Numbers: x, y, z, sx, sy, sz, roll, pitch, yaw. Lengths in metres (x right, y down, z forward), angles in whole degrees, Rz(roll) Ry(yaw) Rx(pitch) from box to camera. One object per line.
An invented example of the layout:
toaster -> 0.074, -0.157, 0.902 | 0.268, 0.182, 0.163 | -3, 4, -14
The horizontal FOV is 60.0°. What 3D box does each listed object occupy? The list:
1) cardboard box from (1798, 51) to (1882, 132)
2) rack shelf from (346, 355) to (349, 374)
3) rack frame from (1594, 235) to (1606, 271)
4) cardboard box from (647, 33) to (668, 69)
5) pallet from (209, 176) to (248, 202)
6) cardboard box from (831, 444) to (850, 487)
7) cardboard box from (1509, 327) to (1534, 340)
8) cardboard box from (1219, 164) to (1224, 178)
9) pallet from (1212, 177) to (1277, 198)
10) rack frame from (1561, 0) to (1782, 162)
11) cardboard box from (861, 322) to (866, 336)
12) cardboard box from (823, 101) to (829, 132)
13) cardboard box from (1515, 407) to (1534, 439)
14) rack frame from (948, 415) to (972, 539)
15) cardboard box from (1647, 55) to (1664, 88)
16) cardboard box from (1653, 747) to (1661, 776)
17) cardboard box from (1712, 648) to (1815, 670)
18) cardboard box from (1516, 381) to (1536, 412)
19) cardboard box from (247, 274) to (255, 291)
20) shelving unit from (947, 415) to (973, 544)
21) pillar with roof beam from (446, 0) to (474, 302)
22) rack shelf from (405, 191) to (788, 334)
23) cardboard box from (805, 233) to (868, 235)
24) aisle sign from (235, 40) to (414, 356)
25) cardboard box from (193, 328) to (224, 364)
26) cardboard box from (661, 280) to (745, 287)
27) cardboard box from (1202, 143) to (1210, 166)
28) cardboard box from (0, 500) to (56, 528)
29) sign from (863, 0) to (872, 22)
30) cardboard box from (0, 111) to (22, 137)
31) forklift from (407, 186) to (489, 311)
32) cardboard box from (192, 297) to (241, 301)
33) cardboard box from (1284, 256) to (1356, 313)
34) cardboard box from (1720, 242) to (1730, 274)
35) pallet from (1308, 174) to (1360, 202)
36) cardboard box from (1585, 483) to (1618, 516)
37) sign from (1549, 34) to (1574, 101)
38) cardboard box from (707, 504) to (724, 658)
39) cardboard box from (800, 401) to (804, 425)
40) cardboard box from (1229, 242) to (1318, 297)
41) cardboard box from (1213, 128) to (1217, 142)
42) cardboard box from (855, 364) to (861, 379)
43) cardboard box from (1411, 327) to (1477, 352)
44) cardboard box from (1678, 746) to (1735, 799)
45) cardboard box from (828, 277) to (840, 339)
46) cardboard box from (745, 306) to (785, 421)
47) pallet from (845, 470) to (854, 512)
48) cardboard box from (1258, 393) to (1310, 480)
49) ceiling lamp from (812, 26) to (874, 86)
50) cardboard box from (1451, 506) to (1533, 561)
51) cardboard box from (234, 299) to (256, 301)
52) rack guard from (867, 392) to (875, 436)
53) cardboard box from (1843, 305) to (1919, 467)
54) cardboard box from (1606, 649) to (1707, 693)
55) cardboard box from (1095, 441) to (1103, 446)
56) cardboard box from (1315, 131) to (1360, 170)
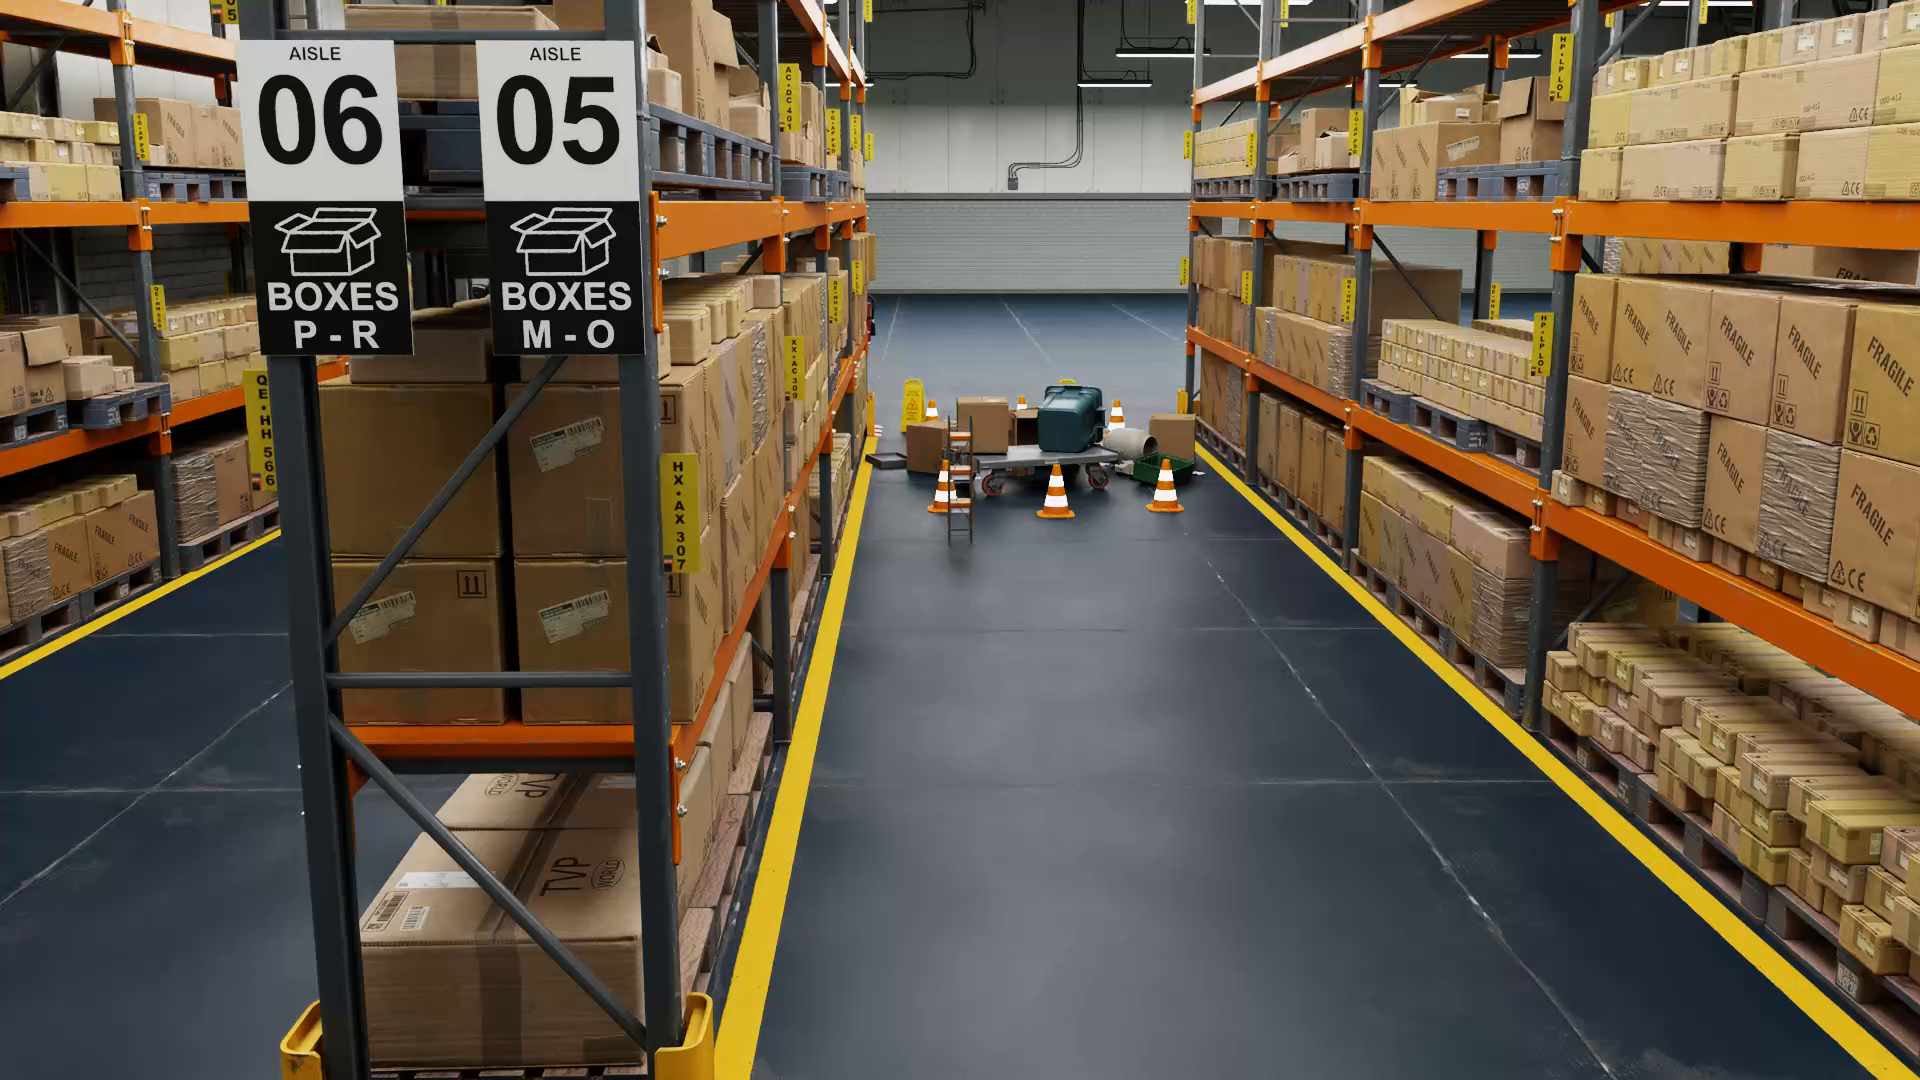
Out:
cardboard box -> 3.354, -1.583, 5.894 | 0.500, 0.250, 0.500 | 0, 11, 0
rack shelf -> -6.561, -2.017, 18.264 | 1.077, 0.370, 4.000 | 0, 11, -1
rack frame -> 8.268, -2.828, 20.457 | 1.000, 3.000, 0.127 | 0, 11, -1
cardboard box -> -1.291, -1.586, 5.705 | 0.500, 0.311, 0.500 | 0, 11, 0
pallet -> -6.567, -2.911, 13.793 | 1.003, 0.211, 1.213 | 0, 11, 1
cardboard box -> -1.526, -0.663, 15.338 | 0.950, 0.372, 0.625 | 0, 11, 2
cardboard box -> 3.958, -1.362, 11.306 | 0.380, 0.149, 0.250 | 0, 11, 1
cardboard box -> 3.030, -4.009, 18.057 | 0.380, 0.149, 0.250 | 0, 11, -1
pallet -> 3.361, -3.864, 18.241 | 1.003, 0.211, 1.213 | 0, 11, -1
rack frame -> 3.555, -3.383, 8.101 | 1.000, 3.000, 0.127 | 0, 11, -1
cardboard box -> -1.283, -2.439, 19.170 | 0.380, 0.149, 0.250 | 0, 11, 0
cardboard box -> -1.316, -2.850, 11.701 | 0.797, 0.503, 0.637 | -1, 12, -5
cardboard box -> 3.342, -0.655, 9.320 | 0.380, 0.149, 0.250 | 0, 11, -1
rack frame -> -0.001, -0.528, 14.022 | 0.200, 1.050, 0.008 | 0, 11, -1
cardboard box -> 3.353, -2.117, 7.523 | 0.380, 0.149, 0.250 | 0, 11, -2
cardboard box -> 3.399, 1.028, 7.562 | 0.380, 0.149, 0.250 | -1, 11, -4
cardboard box -> 3.879, 0.627, 8.043 | 0.380, 0.149, 0.250 | 0, 11, -2
cardboard box -> 3.342, -0.802, 9.295 | 0.380, 0.149, 0.250 | 0, 11, -1
cardboard box -> -6.829, -2.546, 16.435 | 0.380, 0.149, 0.250 | 0, 11, -1
shelving unit -> 0.001, -0.504, 13.902 | 0.215, 1.050, 0.252 | 0, 11, -1
pillar with roof beam -> -3.309, -6.775, 24.821 | 9.100, 9.000, 0.400 | 0, 11, -1
rack shelf -> -1.351, -1.122, 6.312 | 1.077, 0.370, 4.000 | 0, 11, -1
cardboard box -> -1.408, -3.271, 19.125 | 0.700, 0.500, 0.500 | 0, 11, -1
aisle sign -> -1.618, -0.866, 4.244 | 0.394, 0.787, 0.004 | 0, 11, -1
cardboard box -> -6.212, -1.537, 13.209 | 0.500, 0.250, 0.500 | 0, 11, 1
cardboard box -> -1.175, -1.097, 7.524 | 0.380, 0.149, 0.250 | 0, 11, -1
cardboard box -> 3.072, -4.427, 19.115 | 0.500, 0.250, 0.500 | 0, 11, -2
cardboard box -> -6.210, -0.169, 10.947 | 0.380, 0.149, 0.250 | 0, 11, -2
sign -> -1.085, -6.261, 19.542 | 0.100, 0.325, 0.005 | 0, 11, -1
cardboard box -> -6.108, -2.589, 10.359 | 0.380, 0.149, 0.250 | 0, 11, -1
forklift -> -3.253, -1.067, 11.948 | 1.130, 2.935, 3.031 | 0, 11, -2
cardboard box -> -6.744, -2.114, 15.051 | 0.380, 0.149, 0.250 | 0, 11, -2
cardboard box -> 3.418, -2.371, 15.436 | 0.700, 0.500, 0.500 | 0, 11, -2
cardboard box -> 8.066, -2.806, 16.834 | 0.500, 0.500, 0.500 | 0, 11, -1
pallet -> 3.406, -2.743, 12.967 | 1.213, 0.211, 1.003 | 0, 11, 1
cardboard box -> 3.313, -0.211, 8.187 | 0.380, 0.149, 0.250 | 0, 11, 1
sign -> 3.000, -2.356, 8.294 | 0.100, 0.325, 0.005 | 0, 11, -1
cardboard box -> -1.071, 0.147, 5.540 | 0.500, 0.500, 0.500 | 0, 11, -2
cardboard box -> -1.158, -0.766, 9.410 | 0.500, 0.250, 0.500 | 0, 11, 0
cardboard box -> 3.288, -2.818, 17.312 | 0.875, 0.550, 0.550 | 0, 11, -1
cardboard box -> 3.021, -4.500, 18.472 | 0.380, 0.149, 0.250 | 0, 11, -2
cardboard box -> -1.255, -1.782, 17.640 | 0.380, 0.149, 0.250 | 0, 11, 1
cardboard box -> 3.302, -1.365, 11.321 | 0.380, 0.149, 0.250 | -1, 11, -4
cardboard box -> 3.285, 0.982, 7.039 | 0.380, 0.149, 0.250 | 0, 11, -1
cardboard box -> -1.291, -1.997, 14.303 | 0.500, 0.500, 0.500 | -1, 11, -3
cardboard box -> -1.106, -0.849, 7.932 | 0.500, 0.500, 0.500 | 0, 11, -2
pallet -> -1.540, -0.471, 15.851 | 1.003, 0.211, 1.213 | 0, 11, -1
cardboard box -> 3.492, -1.013, 16.112 | 1.050, 0.750, 0.750 | 0, 11, -1
ceiling lamp -> -3.281, -13.640, 43.979 | 2.000, 3.185, 0.800 | 0, 11, -1
cardboard box -> 3.289, -0.040, 10.058 | 0.500, 0.250, 0.500 | 0, 11, 2
cardboard box -> -6.234, -2.067, 14.822 | 0.380, 0.149, 0.250 | -1, 11, -3
rack guard -> -1.639, -1.548, 20.430 | 1.175, 0.500, 0.348 | 0, 11, -1
cardboard box -> 3.369, -0.523, 5.579 | 0.500, 0.500, 0.500 | -1, 11, -3
cardboard box -> 3.356, 0.631, 8.020 | 0.380, 0.149, 0.250 | 0, 11, -2
cardboard box -> 1.512, -1.027, 18.455 | 0.396, 0.266, 0.258 | 2, 12, 9
cardboard box -> 3.150, -3.126, 13.294 | 0.500, 0.311, 0.500 | 0, 11, -1
